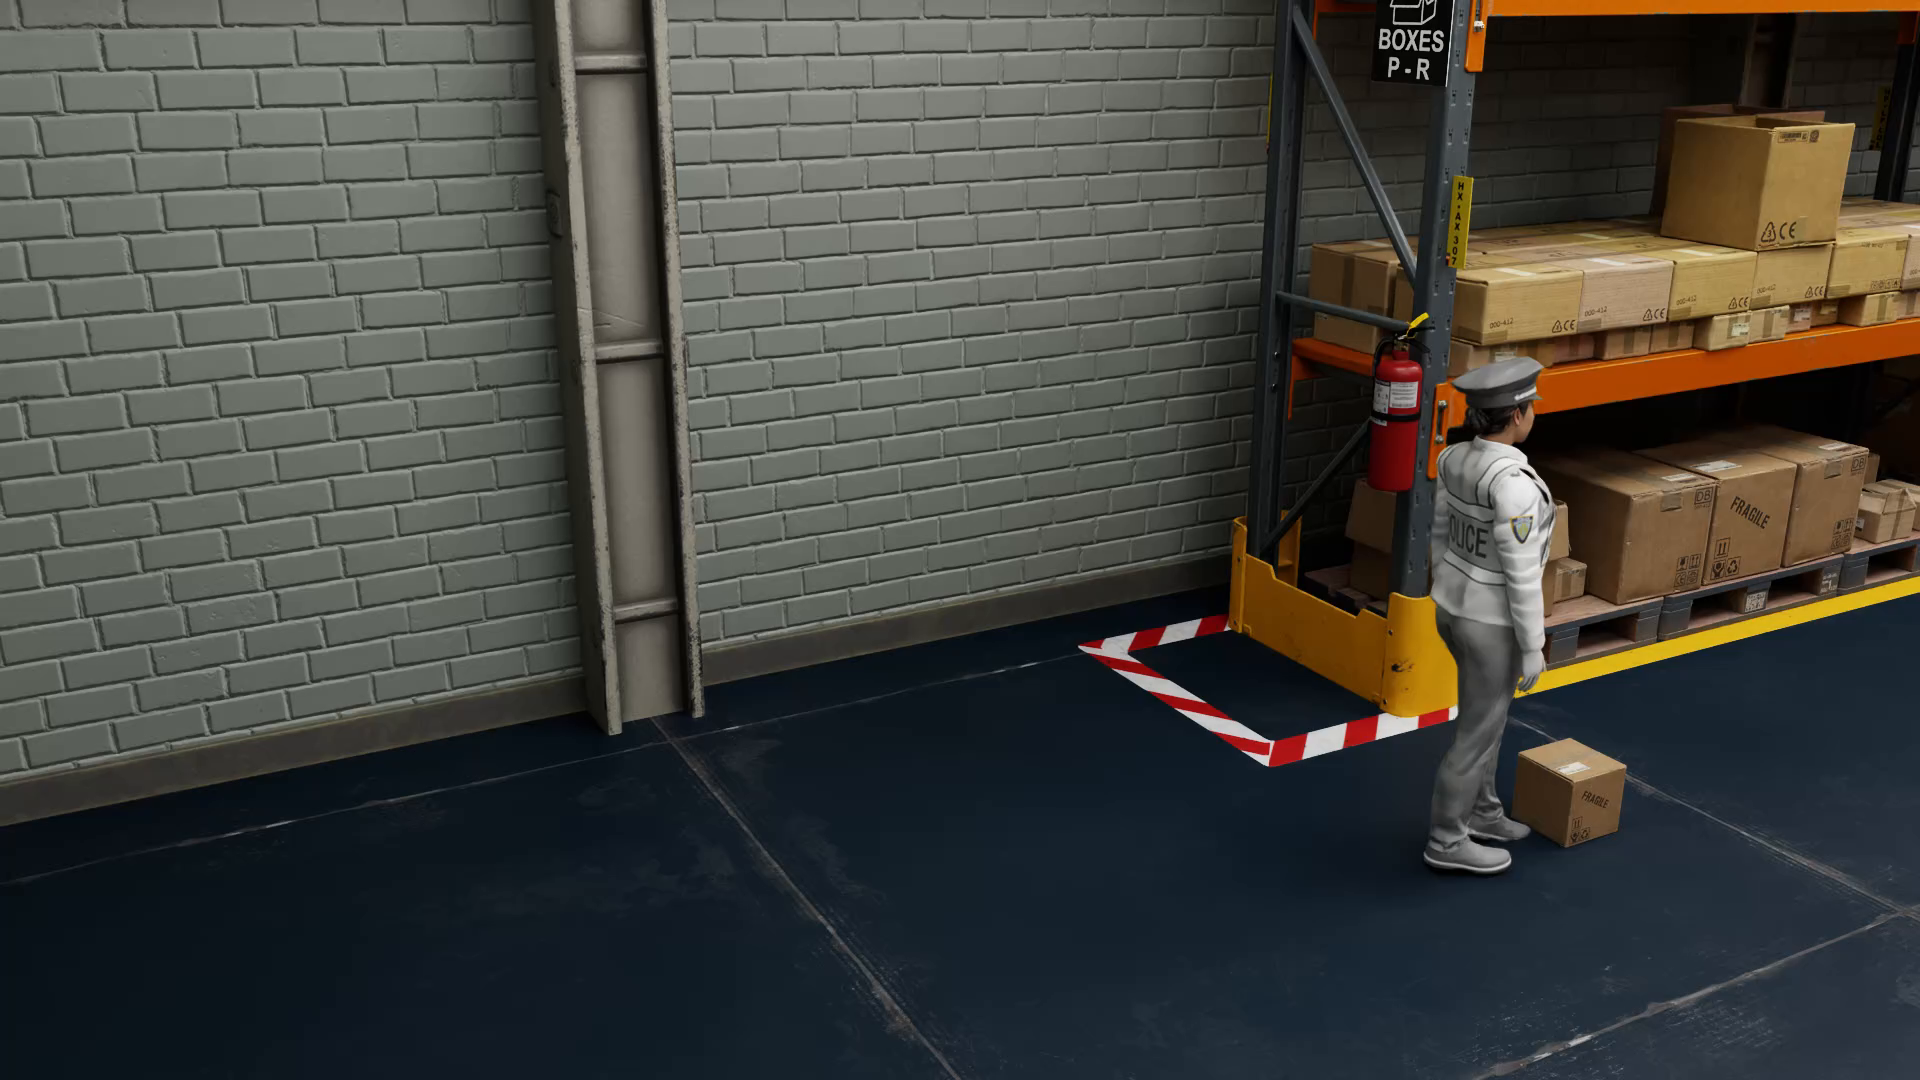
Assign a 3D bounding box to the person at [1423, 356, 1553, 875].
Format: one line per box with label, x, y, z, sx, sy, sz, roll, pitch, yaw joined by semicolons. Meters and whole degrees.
person;14.373;-1.975;5.379;25.707;5.899;2.777;-3;19;-8
